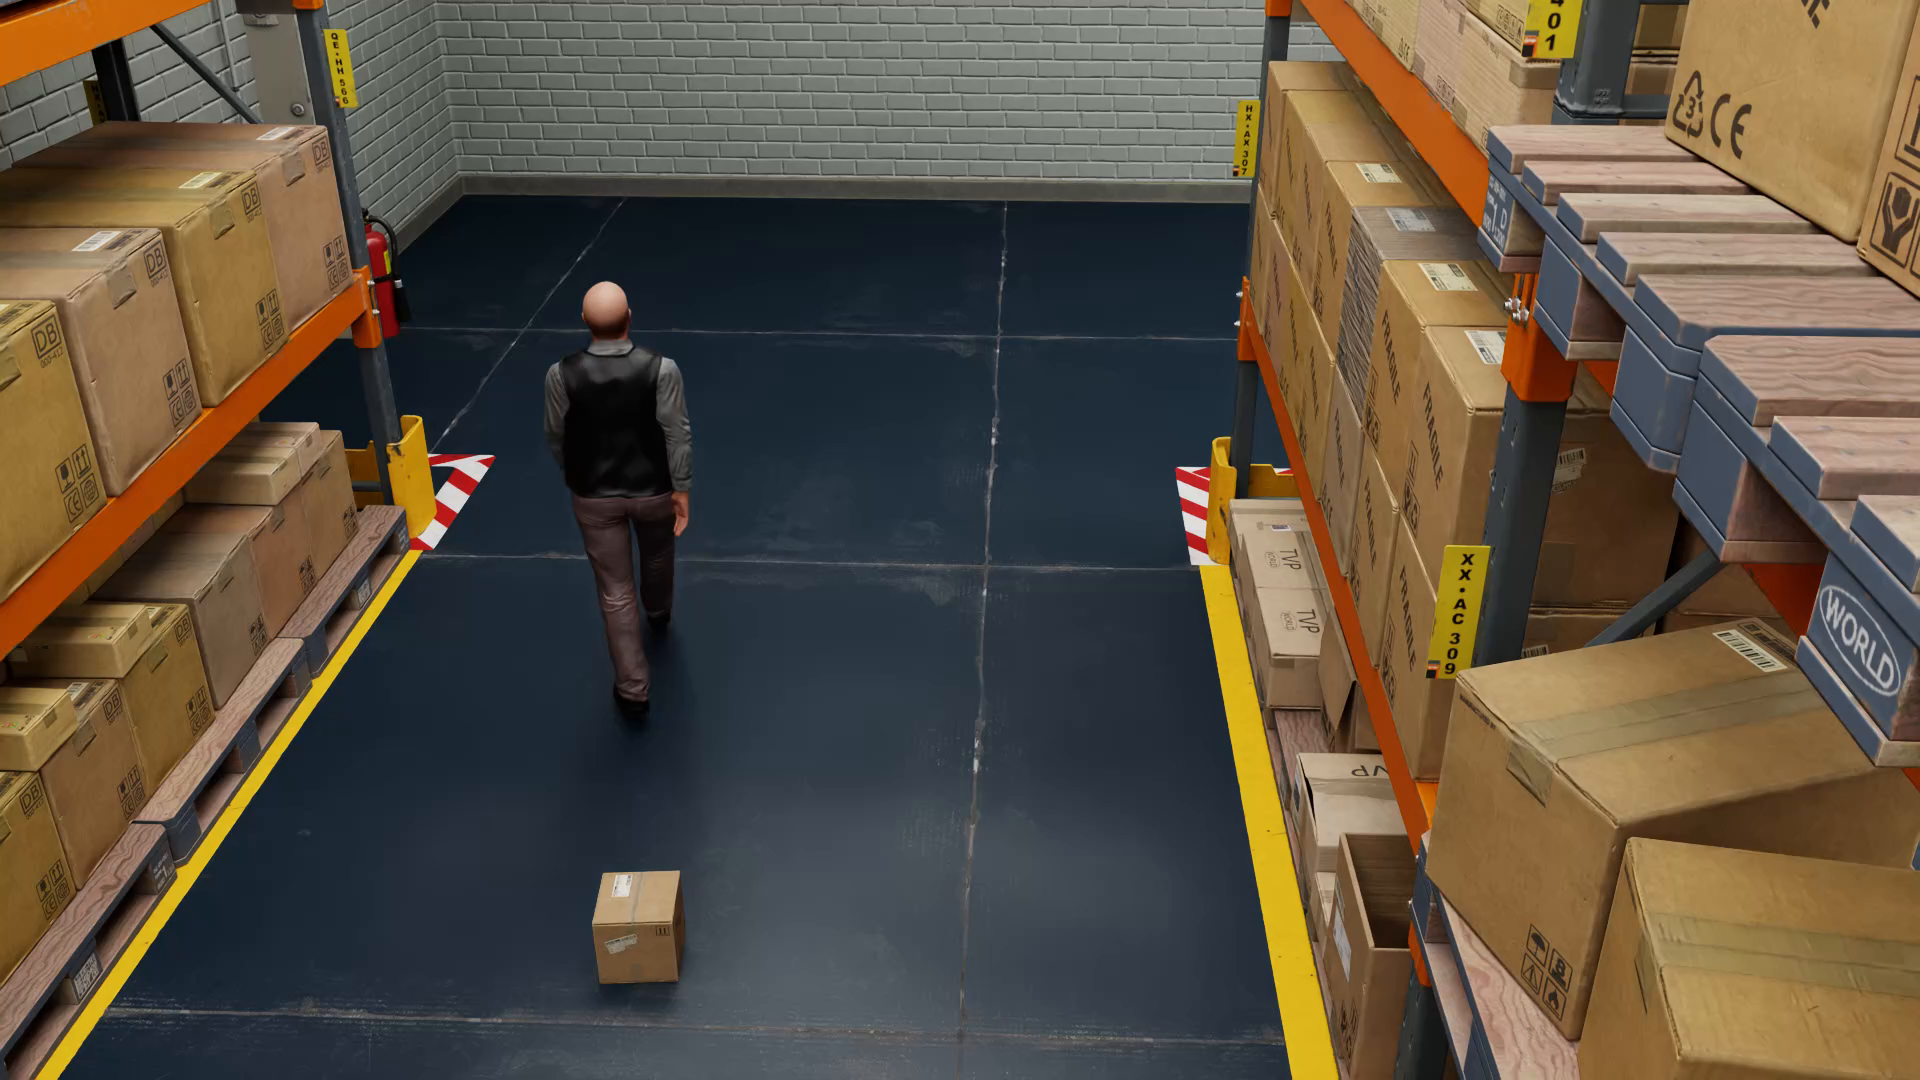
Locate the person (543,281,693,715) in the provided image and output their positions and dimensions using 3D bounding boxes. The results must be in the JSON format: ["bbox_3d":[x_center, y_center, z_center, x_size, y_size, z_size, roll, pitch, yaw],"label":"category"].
[{"bbox_3d":[-1.342,-0.249,6.598,0.552,1.662,1.051,-7,29,-13],"label":"person"}]
